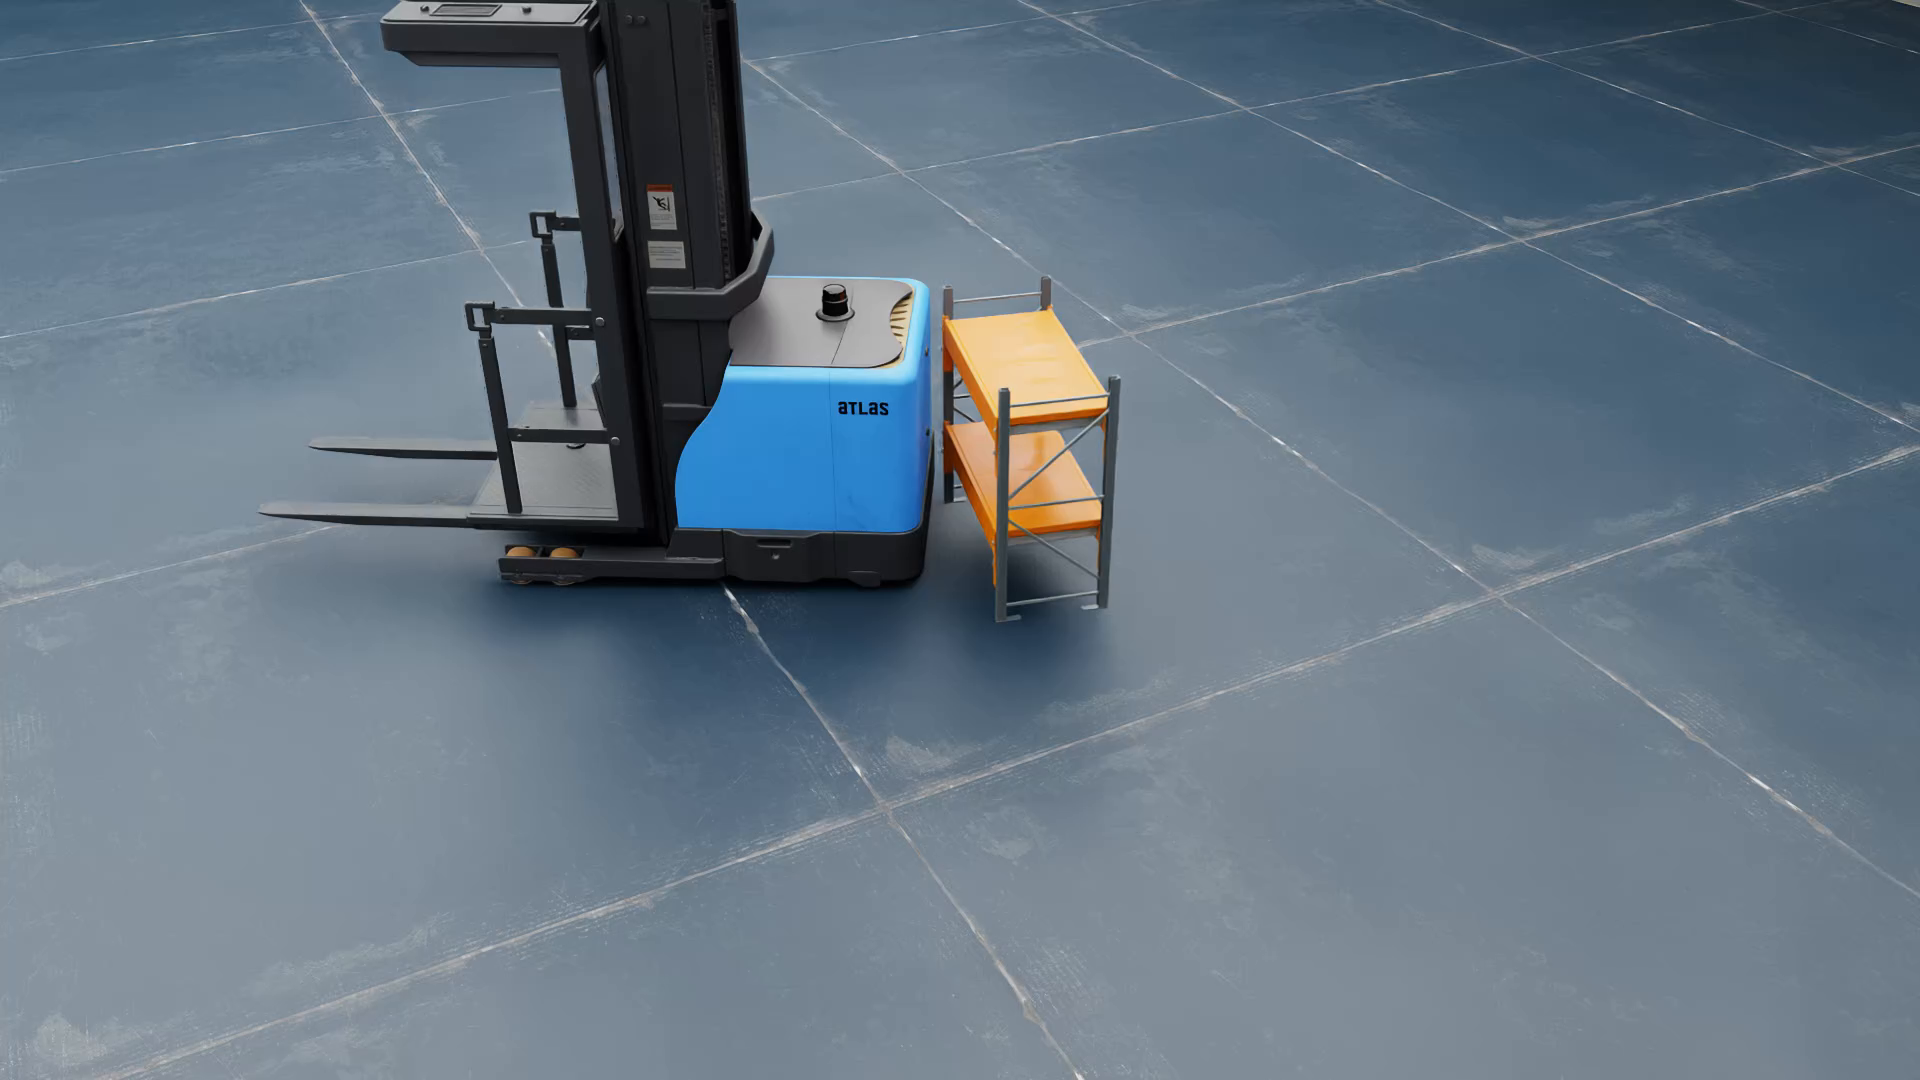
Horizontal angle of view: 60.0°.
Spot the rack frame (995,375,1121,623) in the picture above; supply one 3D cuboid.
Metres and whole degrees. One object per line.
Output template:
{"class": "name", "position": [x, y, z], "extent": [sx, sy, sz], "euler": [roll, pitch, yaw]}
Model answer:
{"class": "rack frame", "position": [0.399, -0.152, 6.945], "extent": [0.500, 1.125, 0.032], "euler": [-7, 33, -11]}

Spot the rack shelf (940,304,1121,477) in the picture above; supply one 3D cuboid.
{"class": "rack shelf", "position": [0.284, -0.666, 7.204], "extent": [0.538, 0.278, 1.000], "euler": [-7, 33, -11]}

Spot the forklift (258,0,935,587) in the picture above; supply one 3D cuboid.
{"class": "forklift", "position": [-1.658, -1.314, 7.084], "extent": [3.031, 2.935, 1.130], "euler": [1, 33, 2]}

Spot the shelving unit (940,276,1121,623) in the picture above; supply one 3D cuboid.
{"class": "shelving unit", "position": [0.284, -0.420, 7.362], "extent": [0.538, 1.125, 1.048], "euler": [-7, 33, -11]}

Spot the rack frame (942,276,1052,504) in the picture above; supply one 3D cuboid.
{"class": "rack frame", "position": [0.168, -0.687, 7.779], "extent": [0.500, 1.125, 0.032], "euler": [-7, 33, -11]}

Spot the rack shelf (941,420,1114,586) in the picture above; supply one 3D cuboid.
{"class": "rack shelf", "position": [0.284, -0.214, 7.494], "extent": [0.538, 0.278, 1.000], "euler": [-7, 33, -11]}
